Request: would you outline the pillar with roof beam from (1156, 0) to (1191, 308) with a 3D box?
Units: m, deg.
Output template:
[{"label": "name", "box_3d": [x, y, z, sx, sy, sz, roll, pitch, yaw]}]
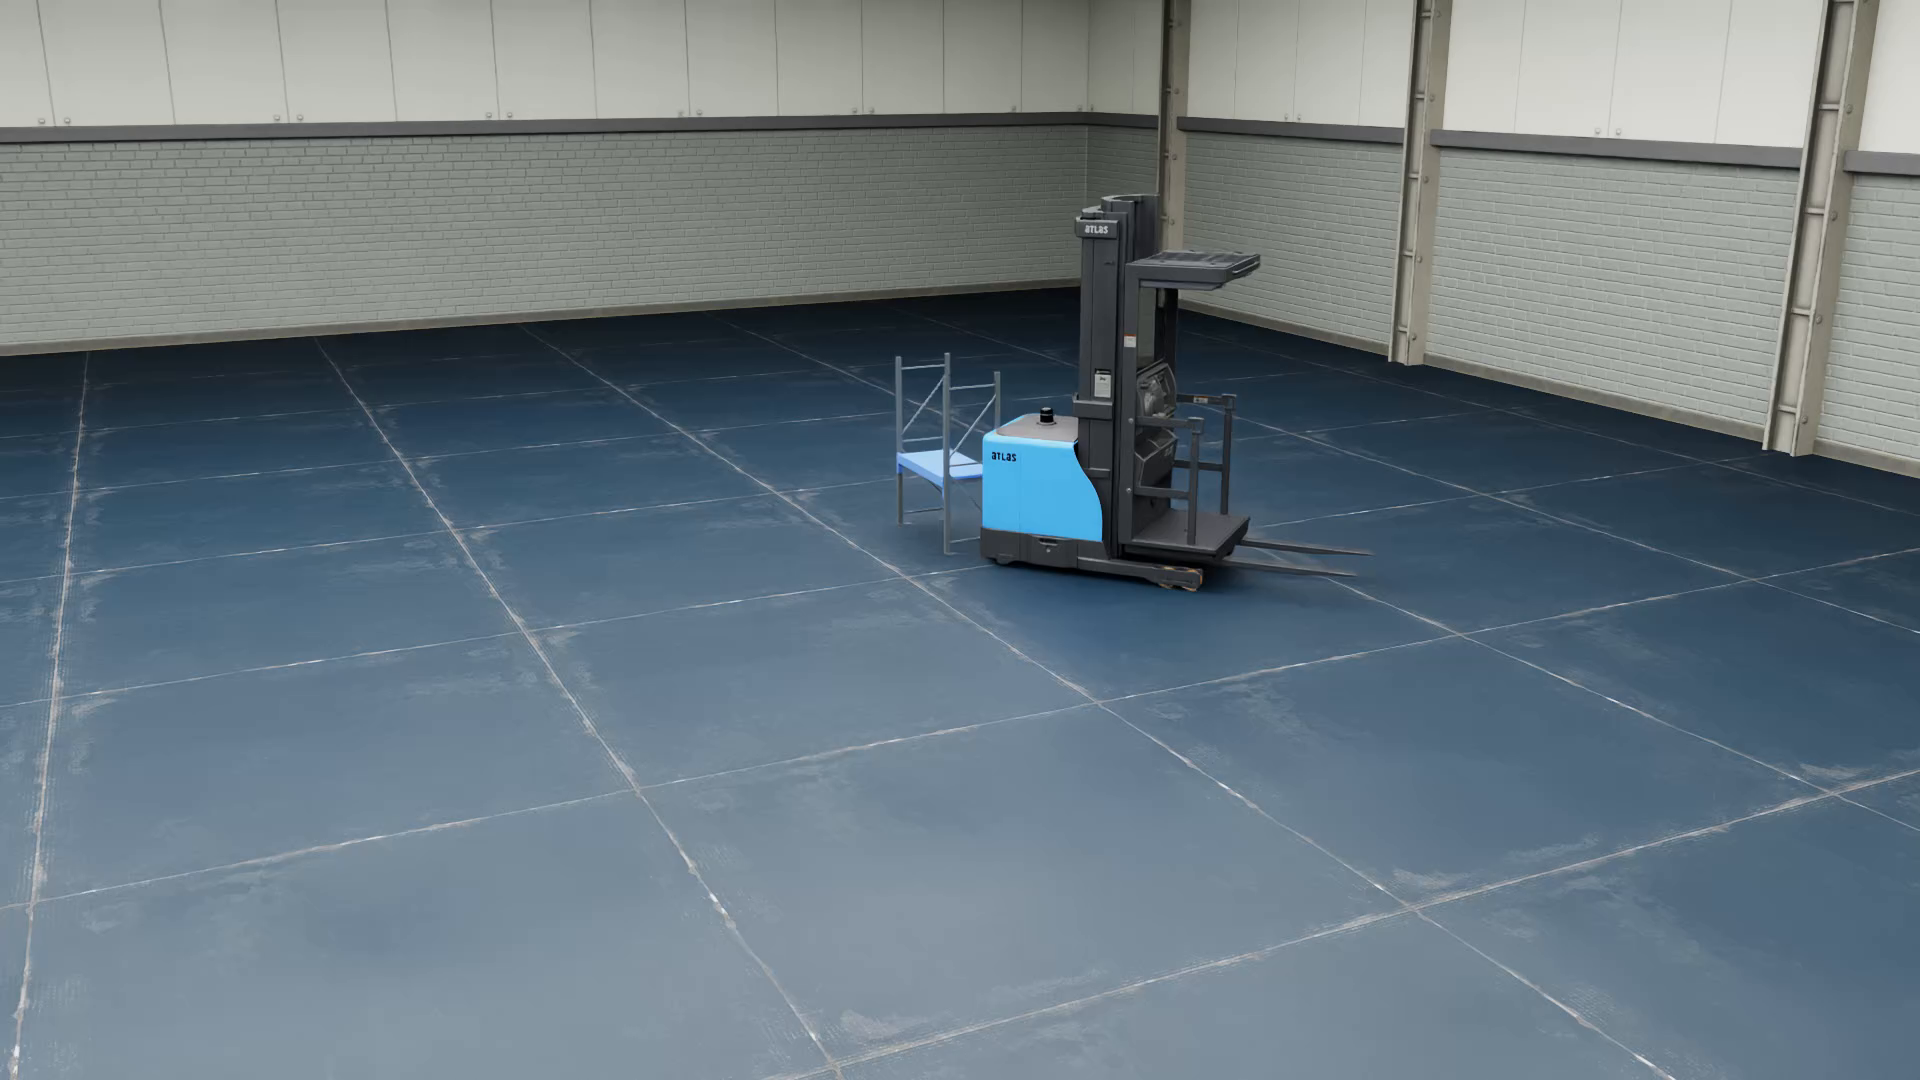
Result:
[{"label": "pillar with roof beam", "box_3d": [-0.411, -7.715, 24.821, 9.100, 9.000, 0.400, -8, 18, -25]}]

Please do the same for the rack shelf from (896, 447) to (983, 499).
[{"label": "rack shelf", "box_3d": [-0.112, -0.581, 14.209, 0.538, 0.185, 1.000, -7, 17, -23]}]

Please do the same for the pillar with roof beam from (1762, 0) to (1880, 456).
[{"label": "pillar with roof beam", "box_3d": [4.847, -4.739, 14.452, 9.100, 9.000, 0.400, -8, 18, -25]}]

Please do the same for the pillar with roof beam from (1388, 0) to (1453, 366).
[{"label": "pillar with roof beam", "box_3d": [2.218, -6.227, 19.636, 9.100, 9.000, 0.400, -8, 18, -25]}]

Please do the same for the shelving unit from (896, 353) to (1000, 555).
[{"label": "shelving unit", "box_3d": [-0.112, -0.754, 14.159, 0.538, 1.500, 1.048, -7, 17, -23]}]

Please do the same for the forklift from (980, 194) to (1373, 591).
[{"label": "forklift", "box_3d": [1.732, -1.179, 13.044, 3.031, 2.935, 1.130, 7, 17, 22]}]

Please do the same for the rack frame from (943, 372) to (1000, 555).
[{"label": "rack frame", "box_3d": [0.097, -0.626, 13.714, 0.500, 1.500, 0.032, -7, 17, -23]}]

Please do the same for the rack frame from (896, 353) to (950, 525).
[{"label": "rack frame", "box_3d": [-0.321, -0.882, 14.604, 0.500, 1.500, 0.032, -7, 17, -23]}]
